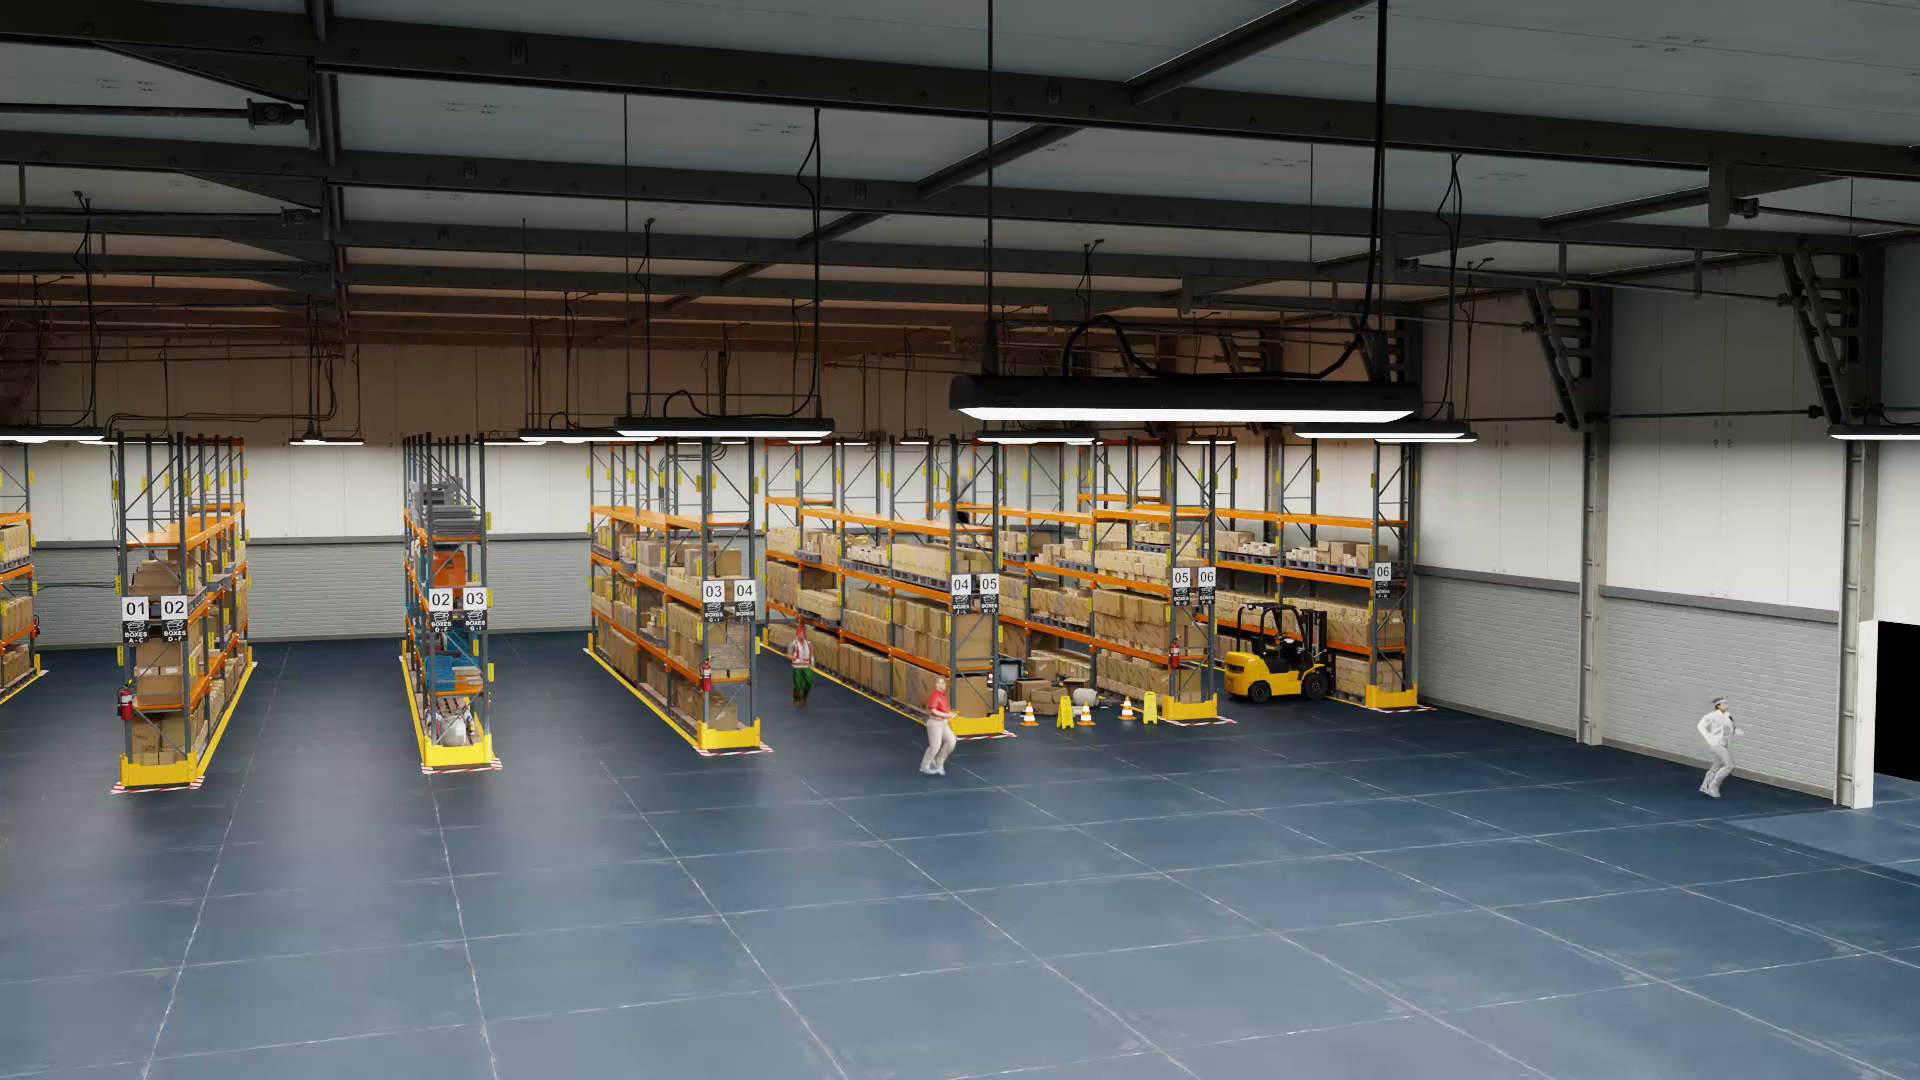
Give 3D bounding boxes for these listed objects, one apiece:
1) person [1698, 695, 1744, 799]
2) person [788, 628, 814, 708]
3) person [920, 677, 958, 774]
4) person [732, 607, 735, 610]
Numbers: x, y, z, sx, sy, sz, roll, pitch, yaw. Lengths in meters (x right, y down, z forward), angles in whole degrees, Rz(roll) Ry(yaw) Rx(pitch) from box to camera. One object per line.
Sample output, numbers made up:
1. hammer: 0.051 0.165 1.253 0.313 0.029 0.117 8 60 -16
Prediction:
1. person: 12.465 3.380 27.209 0.584 1.710 0.659 -2 4 -36
2. person: -3.456 2.816 36.551 0.686 1.785 0.676 -2 4 -28
3. person: -0.344 3.273 29.085 0.718 1.769 0.683 1 3 21
4. person: -6.853 2.204 47.980 0.775 1.805 0.737 2 4 29
